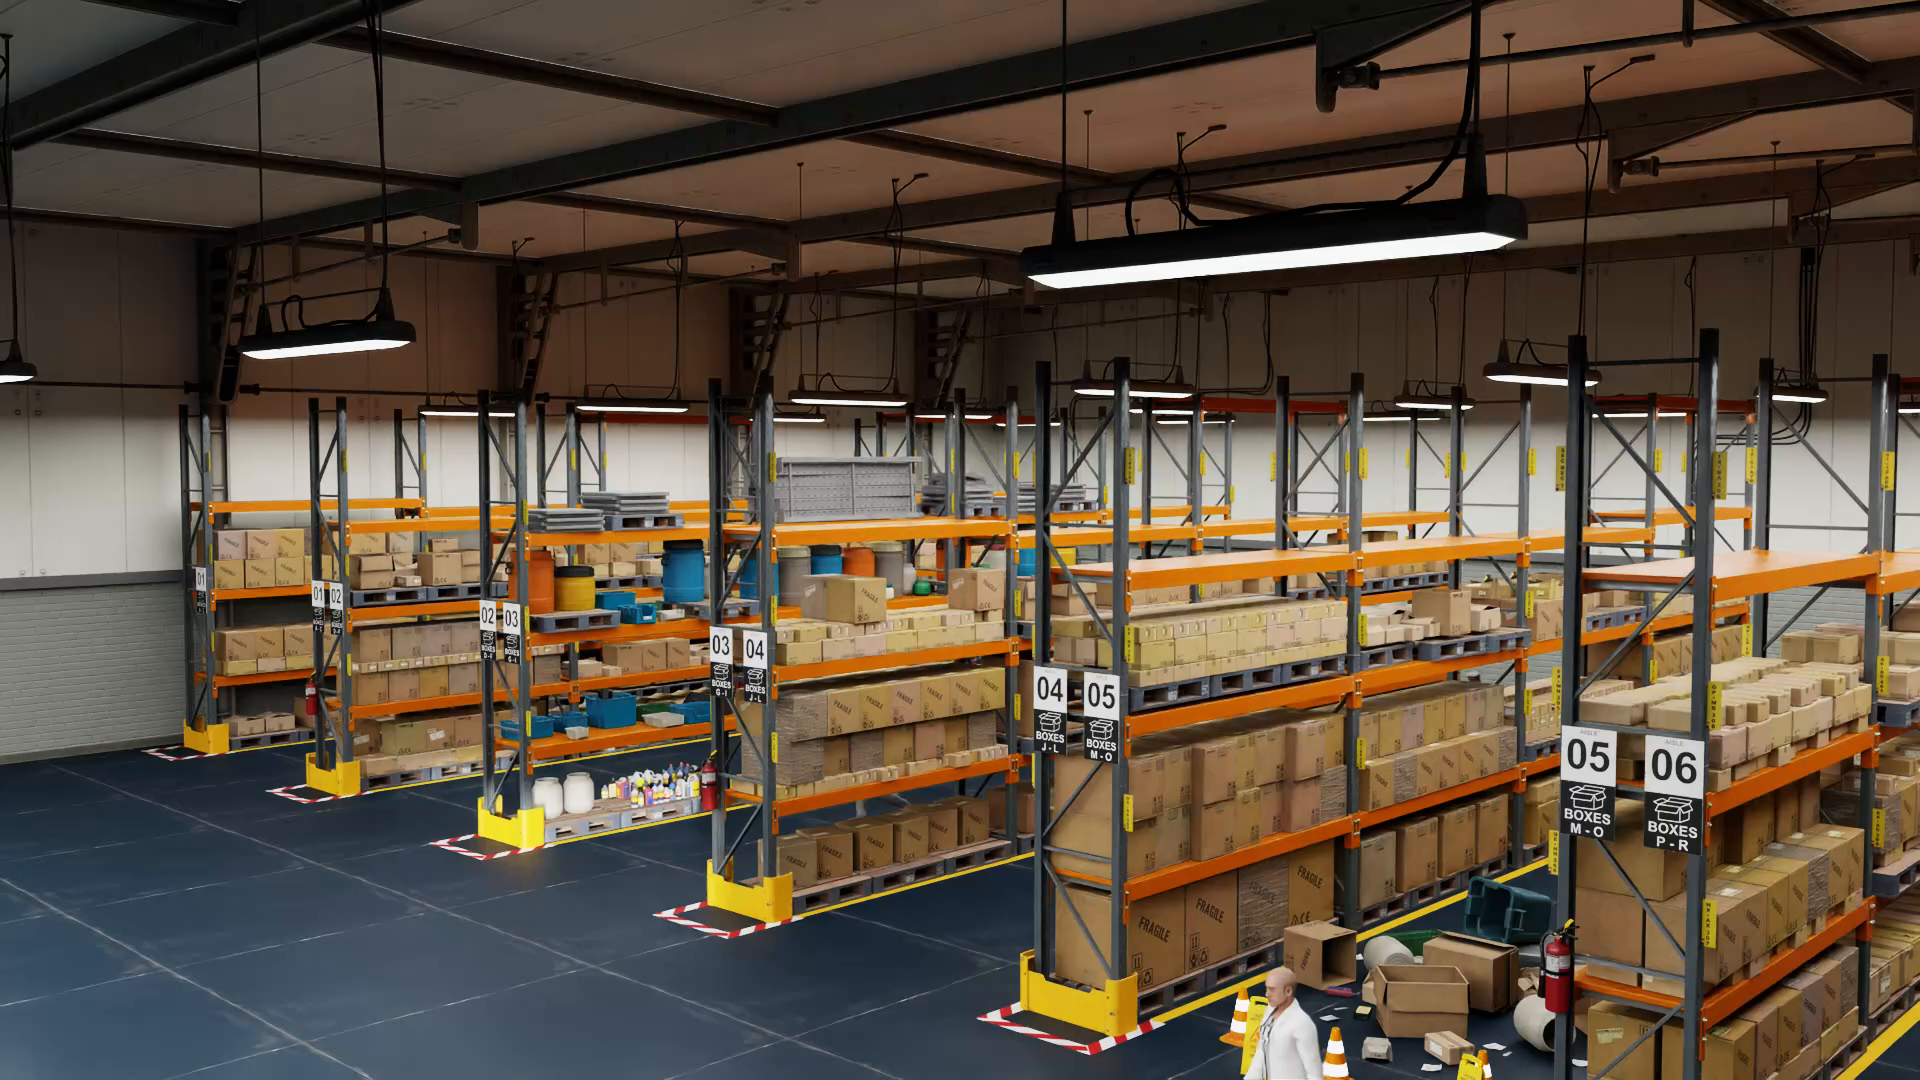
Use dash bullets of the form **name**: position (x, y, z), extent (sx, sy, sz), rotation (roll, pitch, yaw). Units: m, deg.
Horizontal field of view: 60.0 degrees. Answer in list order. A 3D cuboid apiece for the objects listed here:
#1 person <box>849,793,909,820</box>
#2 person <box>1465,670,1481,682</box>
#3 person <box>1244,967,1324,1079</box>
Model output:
- **person**: position (-1.170, 3.152, 23.294), extent (0.960, 1.541, 0.434), rotation (-3, 4, -40)
- **person**: position (7.995, 2.926, 25.920), extent (0.554, 1.757, 0.579), rotation (-2, 4, -36)
- **person**: position (2.094, 3.689, 10.985), extent (1.064, 1.735, 0.611), rotation (0, 3, -9)
